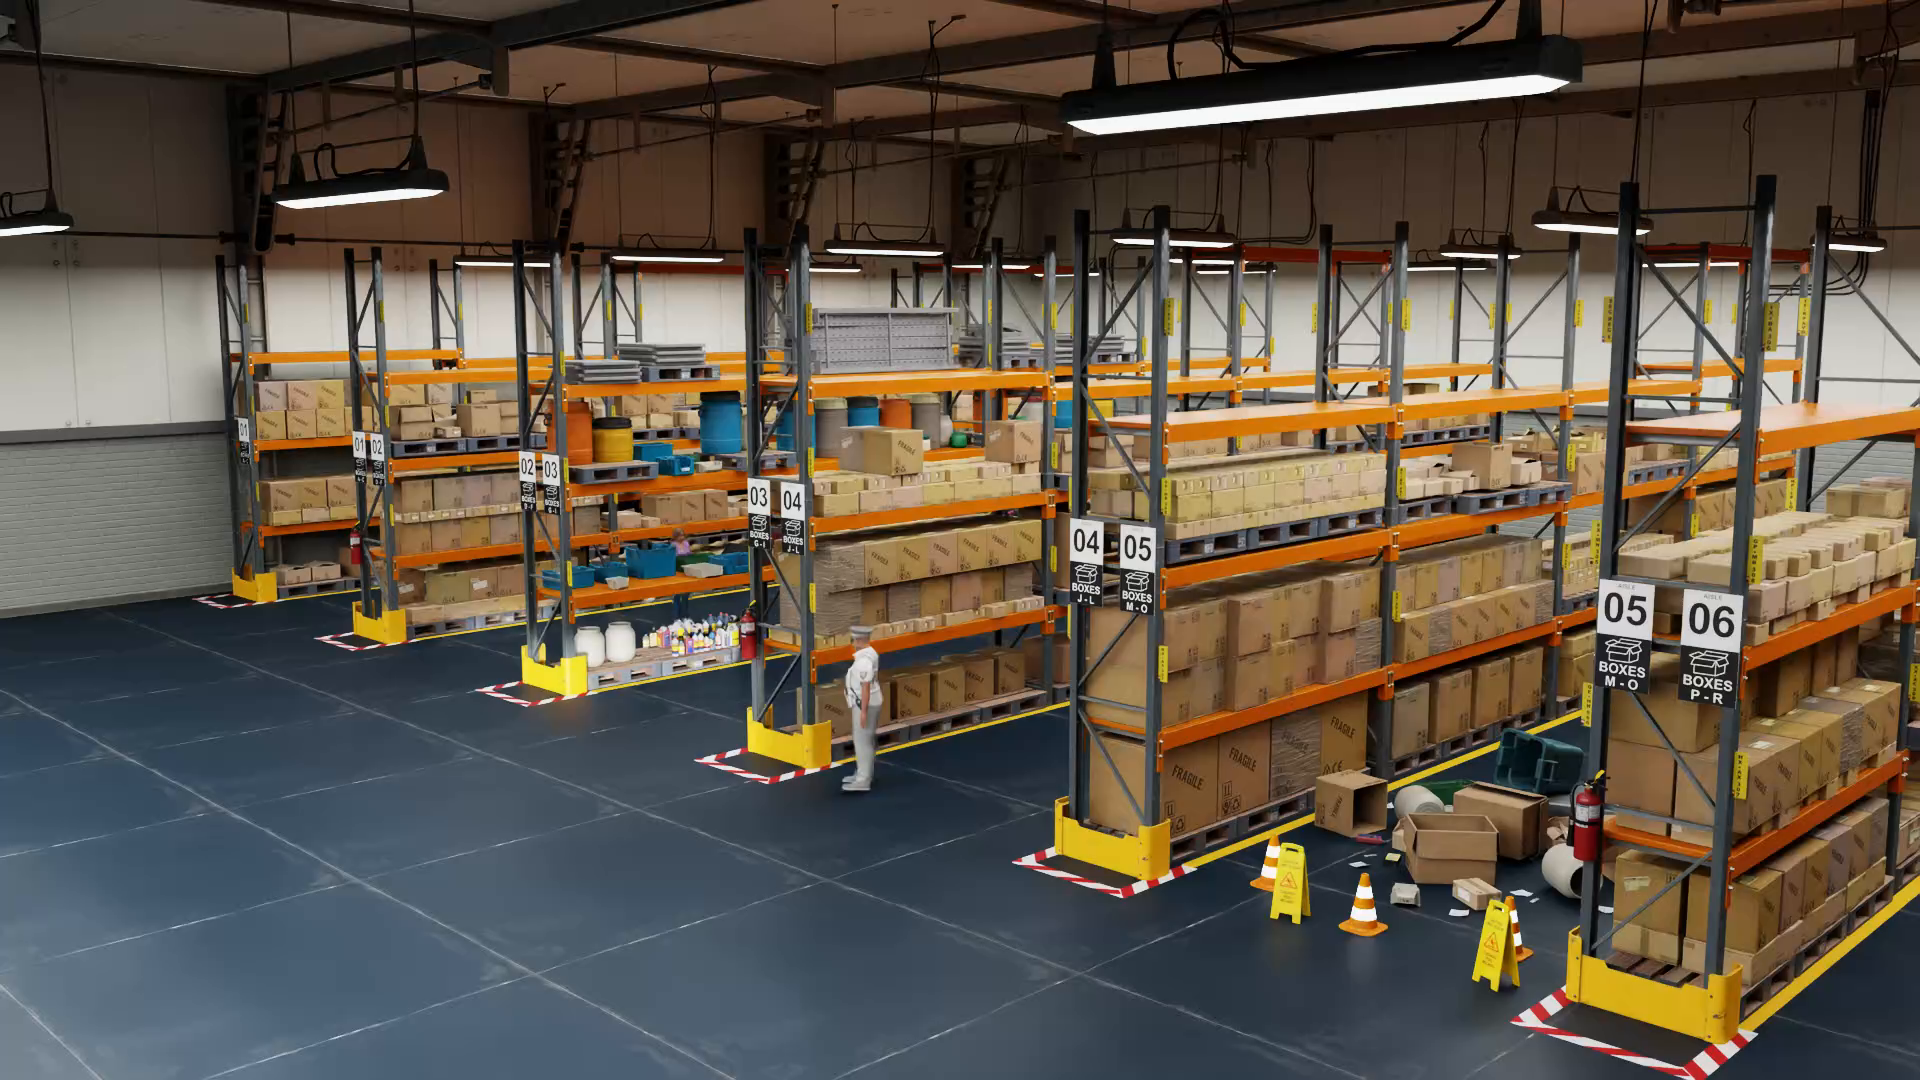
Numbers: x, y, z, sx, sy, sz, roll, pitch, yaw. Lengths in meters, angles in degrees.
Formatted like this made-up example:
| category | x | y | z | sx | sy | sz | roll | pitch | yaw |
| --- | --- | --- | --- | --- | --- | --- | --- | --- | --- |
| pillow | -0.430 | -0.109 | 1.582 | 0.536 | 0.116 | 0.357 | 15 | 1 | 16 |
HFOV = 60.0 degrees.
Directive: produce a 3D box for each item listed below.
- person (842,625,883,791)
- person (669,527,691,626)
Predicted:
| category | x | y | z | sx | sy | sz | roll | pitch | yaw |
| --- | --- | --- | --- | --- | --- | --- | --- | --- | --- |
| person | -1.053 | 1.784 | 17.791 | 0.453 | 1.750 | 0.575 | 0 | 8 | 2 |
| person | -4.485 | 0.587 | 26.735 | 0.443 | 1.611 | 0.352 | -5 | 9 | -30 |
